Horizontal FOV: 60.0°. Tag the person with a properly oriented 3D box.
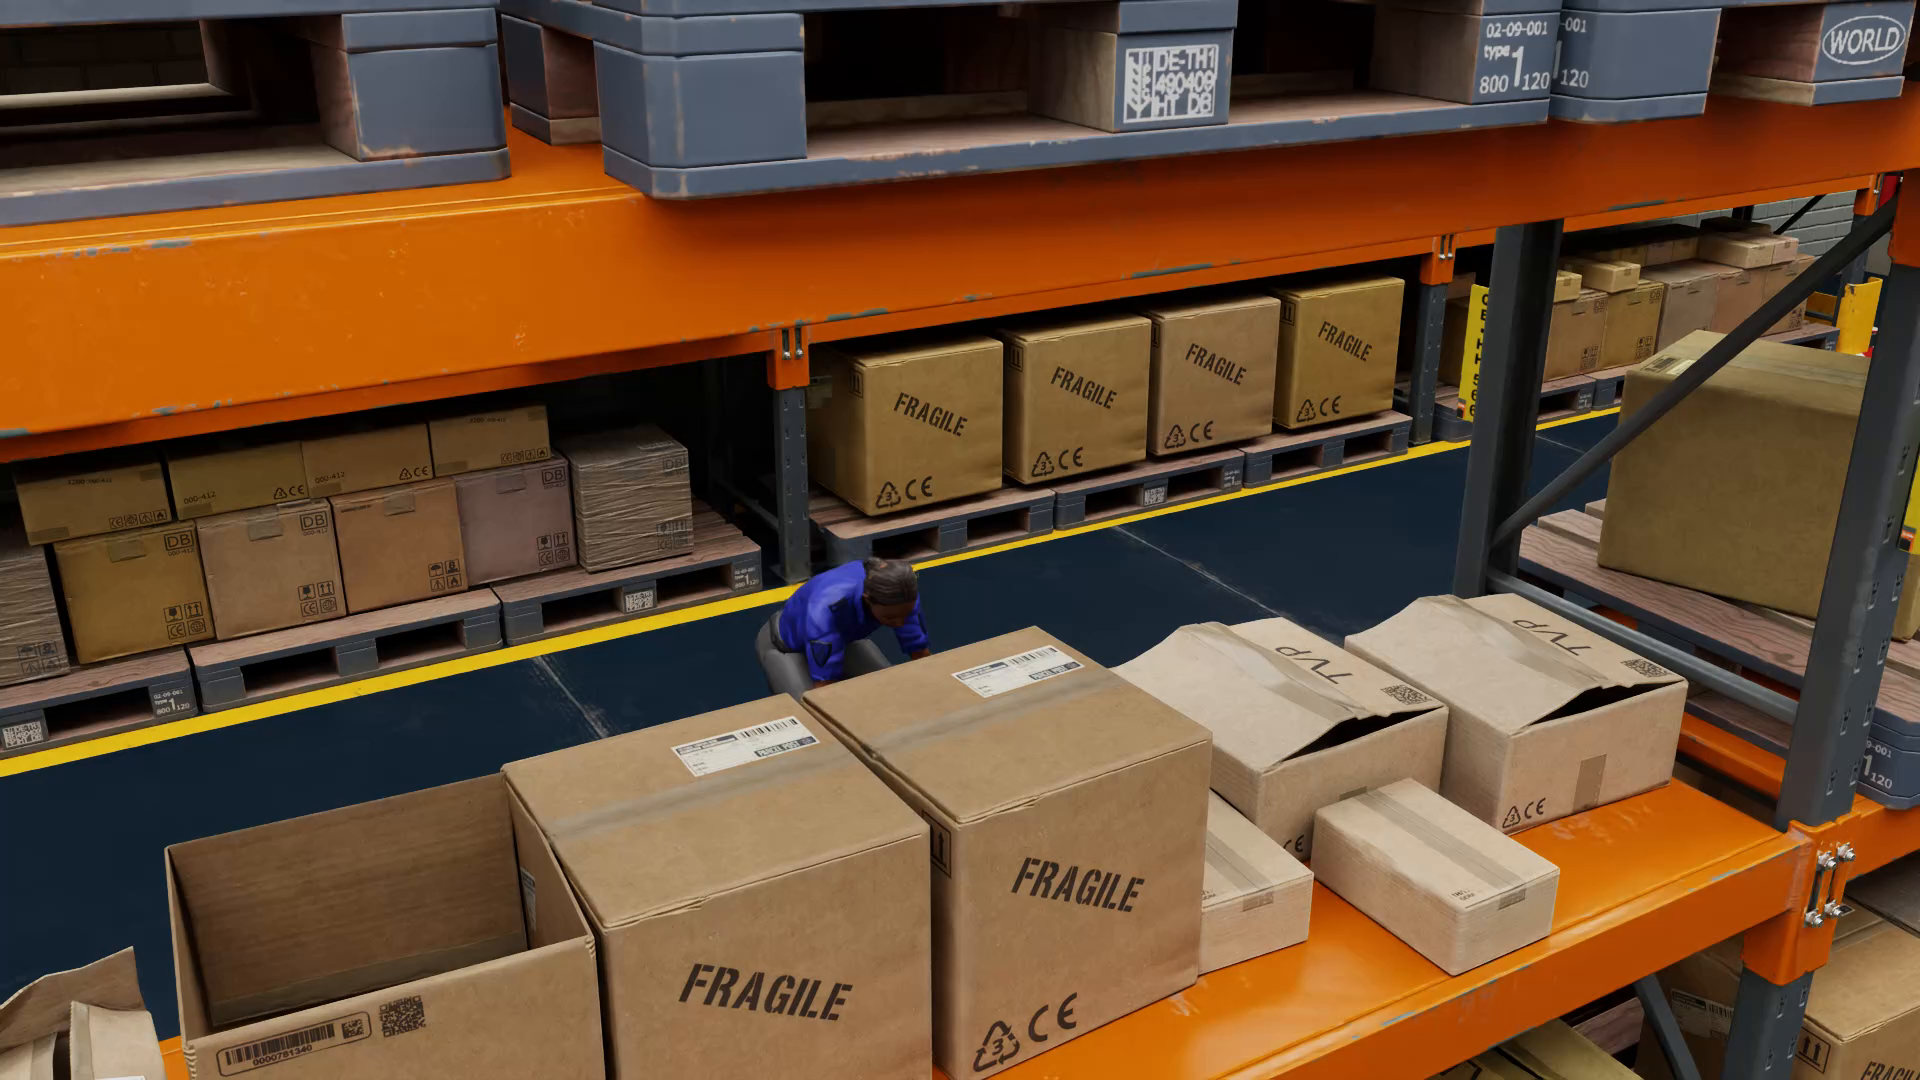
[{"bbox_3d":[-0.388,0.467,5.762,0.491,1.045,0.764,-13,25,-28],"label":"person"}]
